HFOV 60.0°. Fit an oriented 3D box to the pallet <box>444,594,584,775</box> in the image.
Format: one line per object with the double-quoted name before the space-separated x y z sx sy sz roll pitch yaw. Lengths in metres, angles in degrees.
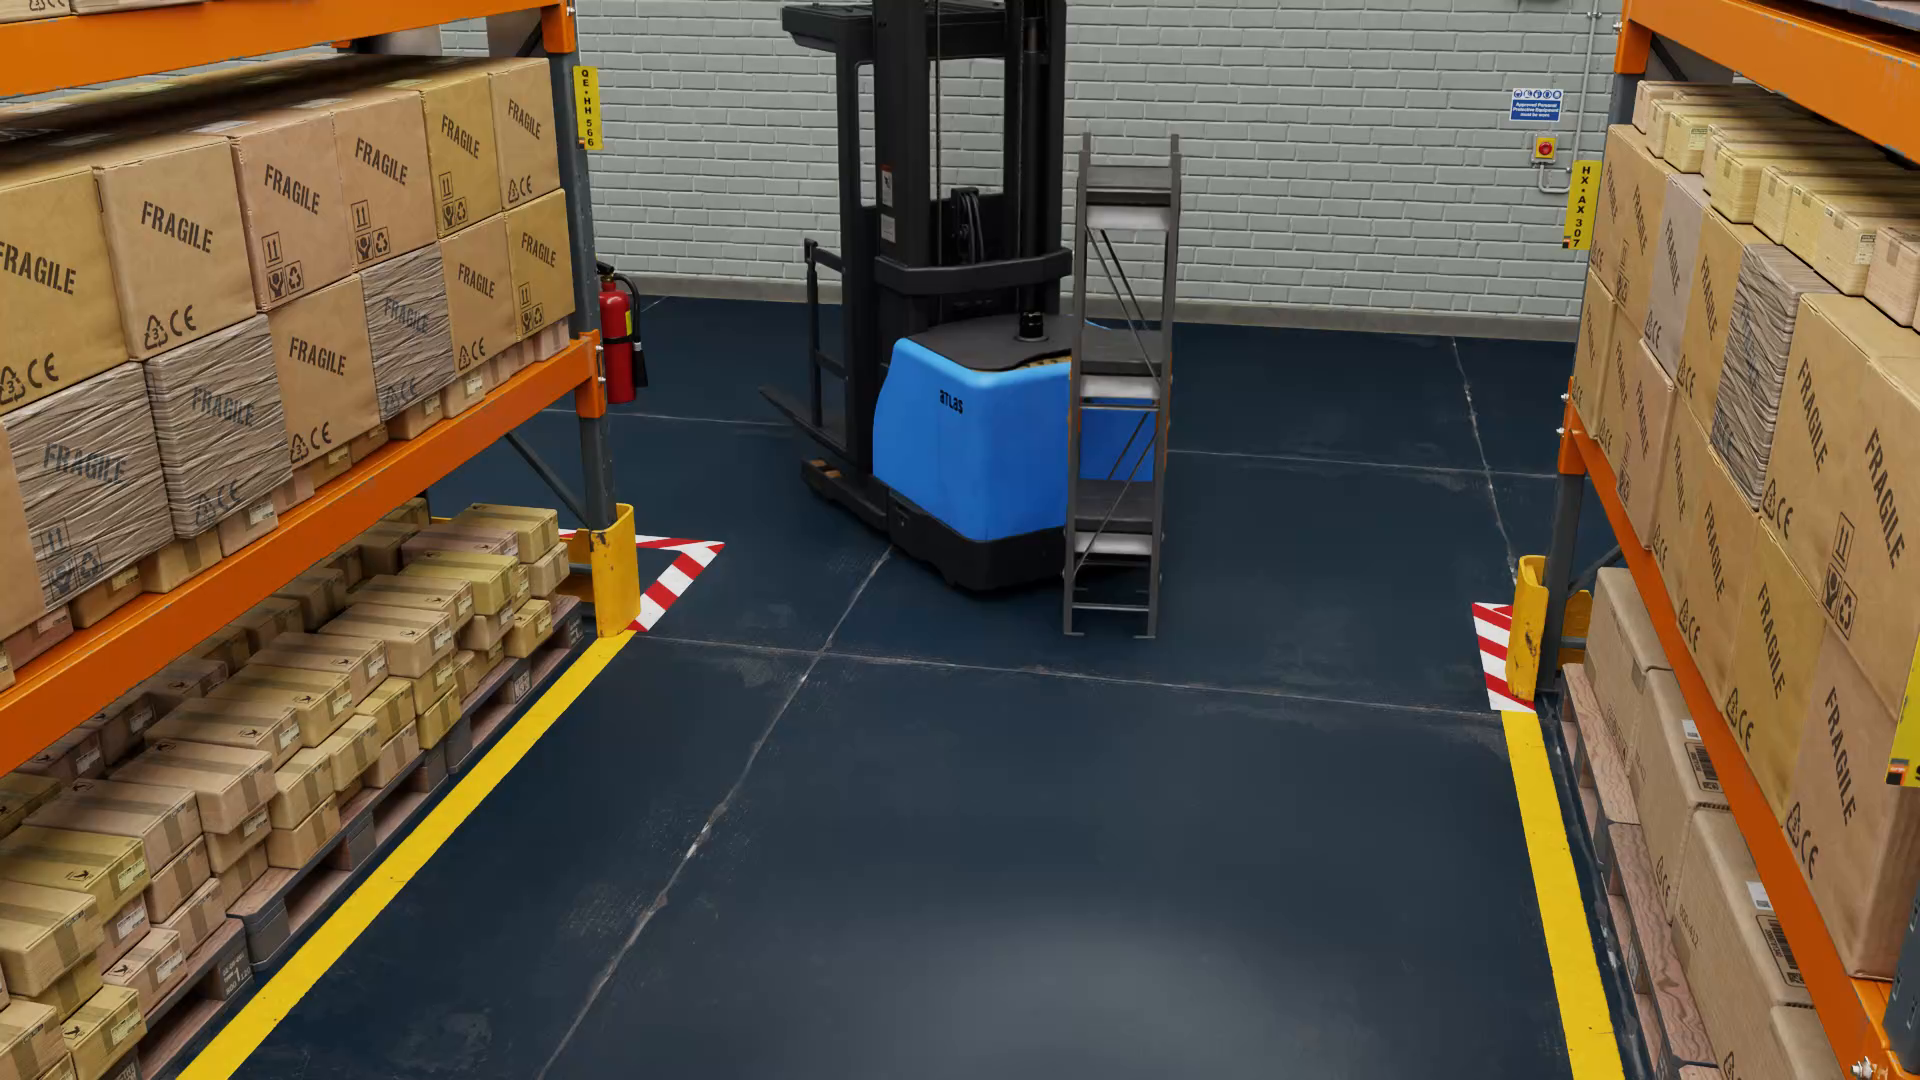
"pallet" -2.243 0.522 6.775 1.003 0.211 1.213 4 22 11

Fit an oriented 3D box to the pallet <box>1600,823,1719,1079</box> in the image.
"pallet" 2.502 1.283 4.884 1.003 0.211 1.213 4 22 11

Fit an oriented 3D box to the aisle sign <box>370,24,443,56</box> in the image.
"aisle sign" -2.306 -2.349 6.691 0.394 0.787 0.004 4 22 11

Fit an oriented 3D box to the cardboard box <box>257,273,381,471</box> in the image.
"cardboard box" -2.183 -0.538 5.143 0.500 0.500 0.500 6 23 14

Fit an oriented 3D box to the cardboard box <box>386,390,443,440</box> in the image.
"cardboard box" -2.053 -0.466 5.832 0.380 0.149 0.250 3 22 9

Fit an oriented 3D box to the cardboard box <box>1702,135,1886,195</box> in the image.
"cardboard box" 2.217 -0.982 4.437 0.380 0.149 0.250 5 22 11

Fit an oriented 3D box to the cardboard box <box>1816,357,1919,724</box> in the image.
"cardboard box" 1.849 0.006 2.852 0.500 0.500 0.500 4 22 10

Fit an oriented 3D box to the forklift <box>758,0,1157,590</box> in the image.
"forklift" -0.204 -1.638 8.497 1.130 2.935 3.031 -12 25 -26

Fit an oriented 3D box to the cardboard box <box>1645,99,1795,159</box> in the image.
"cardboard box" 2.347 -1.268 5.146 0.380 0.149 0.250 5 23 13

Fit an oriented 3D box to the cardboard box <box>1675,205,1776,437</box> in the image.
"cardboard box" 2.166 -0.549 4.229 0.500 0.500 0.500 5 22 11

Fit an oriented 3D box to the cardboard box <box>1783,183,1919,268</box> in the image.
"cardboard box" 2.097 -0.701 3.739 0.380 0.149 0.250 4 22 10

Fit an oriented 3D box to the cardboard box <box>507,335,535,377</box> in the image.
"cardboard box" -1.904 -0.748 6.532 0.380 0.149 0.250 4 22 11

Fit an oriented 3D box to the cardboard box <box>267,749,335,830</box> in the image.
"cardboard box" -2.227 0.775 5.271 0.380 0.149 0.250 4 22 11

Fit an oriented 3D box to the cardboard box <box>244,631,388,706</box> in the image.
"cardboard box" -2.200 0.443 5.696 0.380 0.149 0.250 4 22 9

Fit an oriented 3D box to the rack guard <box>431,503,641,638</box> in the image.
"rack guard" -2.042 0.094 7.452 1.175 0.500 0.348 4 22 11

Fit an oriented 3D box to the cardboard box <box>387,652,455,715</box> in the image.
"cardboard box" -2.053 0.491 5.974 0.380 0.149 0.250 5 22 12

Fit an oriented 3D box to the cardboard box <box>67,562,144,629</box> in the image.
"cardboard box" -2.421 0.107 4.410 0.380 0.149 0.250 3 22 9

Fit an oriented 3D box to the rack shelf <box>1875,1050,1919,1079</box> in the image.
"rack shelf" 1.615 1.775 0.895 1.077 0.370 4.000 4 22 11

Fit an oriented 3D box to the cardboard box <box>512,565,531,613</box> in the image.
"cardboard box" -1.961 0.202 6.692 0.380 0.149 0.250 4 22 10

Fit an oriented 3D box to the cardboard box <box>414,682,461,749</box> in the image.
"cardboard box" -2.050 0.624 6.044 0.380 0.149 0.250 3 22 9

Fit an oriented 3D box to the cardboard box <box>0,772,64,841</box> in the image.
"cardboard box" -2.839 0.794 4.825 0.380 0.149 0.250 5 23 13

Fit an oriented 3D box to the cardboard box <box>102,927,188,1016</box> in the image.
"cardboard box" -2.400 1.196 4.623 0.380 0.149 0.250 4 22 11

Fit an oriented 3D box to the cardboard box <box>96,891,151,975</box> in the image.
"cardboard box" -2.478 1.059 4.564 0.380 0.149 0.250 4 22 11

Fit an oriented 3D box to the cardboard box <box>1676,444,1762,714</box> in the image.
"cardboard box" 2.056 0.101 3.955 0.500 0.500 0.500 4 22 10

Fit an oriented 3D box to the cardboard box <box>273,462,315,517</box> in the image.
"cardboard box" -2.235 -0.180 5.121 0.380 0.149 0.250 5 23 13

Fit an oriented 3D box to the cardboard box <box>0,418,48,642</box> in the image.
"cardboard box" -2.495 0.023 3.749 0.500 0.500 0.500 4 22 10

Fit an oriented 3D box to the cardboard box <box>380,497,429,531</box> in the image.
"cardboard box" -2.466 -0.076 6.985 0.380 0.149 0.250 3 22 8

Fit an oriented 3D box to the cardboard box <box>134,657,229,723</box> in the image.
"cardboard box" -2.673 0.506 5.540 0.380 0.149 0.250 5 22 11

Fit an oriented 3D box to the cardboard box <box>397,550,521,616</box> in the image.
"cardboard box" -1.923 0.163 6.392 0.380 0.149 0.250 4 22 10

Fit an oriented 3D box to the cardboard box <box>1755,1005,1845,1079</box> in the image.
"cardboard box" 2.257 1.482 3.526 0.875 0.438 0.875 4 22 10

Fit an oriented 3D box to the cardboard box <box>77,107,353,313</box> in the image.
"cardboard box" -2.182 -0.986 4.915 0.500 0.500 0.500 4 22 9

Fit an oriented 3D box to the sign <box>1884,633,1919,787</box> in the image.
"sign" 1.480 0.230 2.503 0.100 0.325 0.005 4 22 11

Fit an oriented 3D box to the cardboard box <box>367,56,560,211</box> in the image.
"cardboard box" -1.877 -1.555 6.330 0.500 0.500 0.500 4 22 10

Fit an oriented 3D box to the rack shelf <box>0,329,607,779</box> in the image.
"rack shelf" -2.435 -0.028 5.372 1.077 0.370 4.000 4 22 11

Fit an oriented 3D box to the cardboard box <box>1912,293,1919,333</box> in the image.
"cardboard box" 1.995 -0.417 3.033 0.380 0.149 0.250 4 22 11

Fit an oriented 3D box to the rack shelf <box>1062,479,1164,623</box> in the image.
"rack shelf" 0.680 0.022 7.389 0.431 0.518 0.480 2 22 5

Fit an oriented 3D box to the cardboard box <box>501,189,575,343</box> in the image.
"cardboard box" -1.867 -1.094 6.523 0.500 0.500 0.500 5 22 12

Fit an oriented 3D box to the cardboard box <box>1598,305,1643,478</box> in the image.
"cardboard box" 2.385 -0.459 5.344 0.500 0.500 0.500 4 22 10

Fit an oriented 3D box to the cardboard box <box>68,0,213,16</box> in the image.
"cardboard box" -2.272 -1.475 4.185 0.500 0.250 0.500 5 23 13

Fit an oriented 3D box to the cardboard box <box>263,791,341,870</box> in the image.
"cardboard box" -2.229 0.911 5.331 0.380 0.149 0.250 4 22 9

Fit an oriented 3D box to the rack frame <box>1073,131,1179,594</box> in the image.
"rack frame" 0.708 -0.730 7.341 0.400 2.100 0.015 2 22 5

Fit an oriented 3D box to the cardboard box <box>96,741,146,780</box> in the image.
"cardboard box" -2.755 0.745 5.345 0.380 0.149 0.250 3 22 8

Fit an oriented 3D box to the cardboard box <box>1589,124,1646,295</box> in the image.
"cardboard box" 2.463 -1.110 5.621 0.500 0.500 0.500 4 22 10

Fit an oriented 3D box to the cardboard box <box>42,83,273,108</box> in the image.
"cardboard box" -2.603 -1.224 5.508 0.500 0.500 0.500 4 22 10

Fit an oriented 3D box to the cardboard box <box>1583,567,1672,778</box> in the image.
"cardboard box" 2.803 0.489 5.991 0.875 0.438 0.875 4 22 9

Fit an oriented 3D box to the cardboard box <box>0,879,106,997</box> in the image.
"cardboard box" -2.456 1.015 4.277 0.380 0.149 0.250 6 23 14

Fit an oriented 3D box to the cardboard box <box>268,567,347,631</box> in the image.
"cardboard box" -2.551 0.213 6.267 0.380 0.149 0.250 3 22 8

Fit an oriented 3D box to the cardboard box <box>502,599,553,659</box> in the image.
"cardboard box" -1.884 0.344 6.738 0.380 0.149 0.250 5 23 13

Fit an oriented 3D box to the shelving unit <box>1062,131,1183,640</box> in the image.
"shelving unit" 0.684 -0.637 7.117 0.431 2.100 0.503 2 22 5

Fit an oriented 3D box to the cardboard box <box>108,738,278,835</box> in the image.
"cardboard box" -2.290 0.734 4.973 0.380 0.149 0.250 5 22 12

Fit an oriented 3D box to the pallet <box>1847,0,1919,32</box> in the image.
"pallet" 2.201 -0.939 2.774 1.003 0.211 1.213 4 22 11
